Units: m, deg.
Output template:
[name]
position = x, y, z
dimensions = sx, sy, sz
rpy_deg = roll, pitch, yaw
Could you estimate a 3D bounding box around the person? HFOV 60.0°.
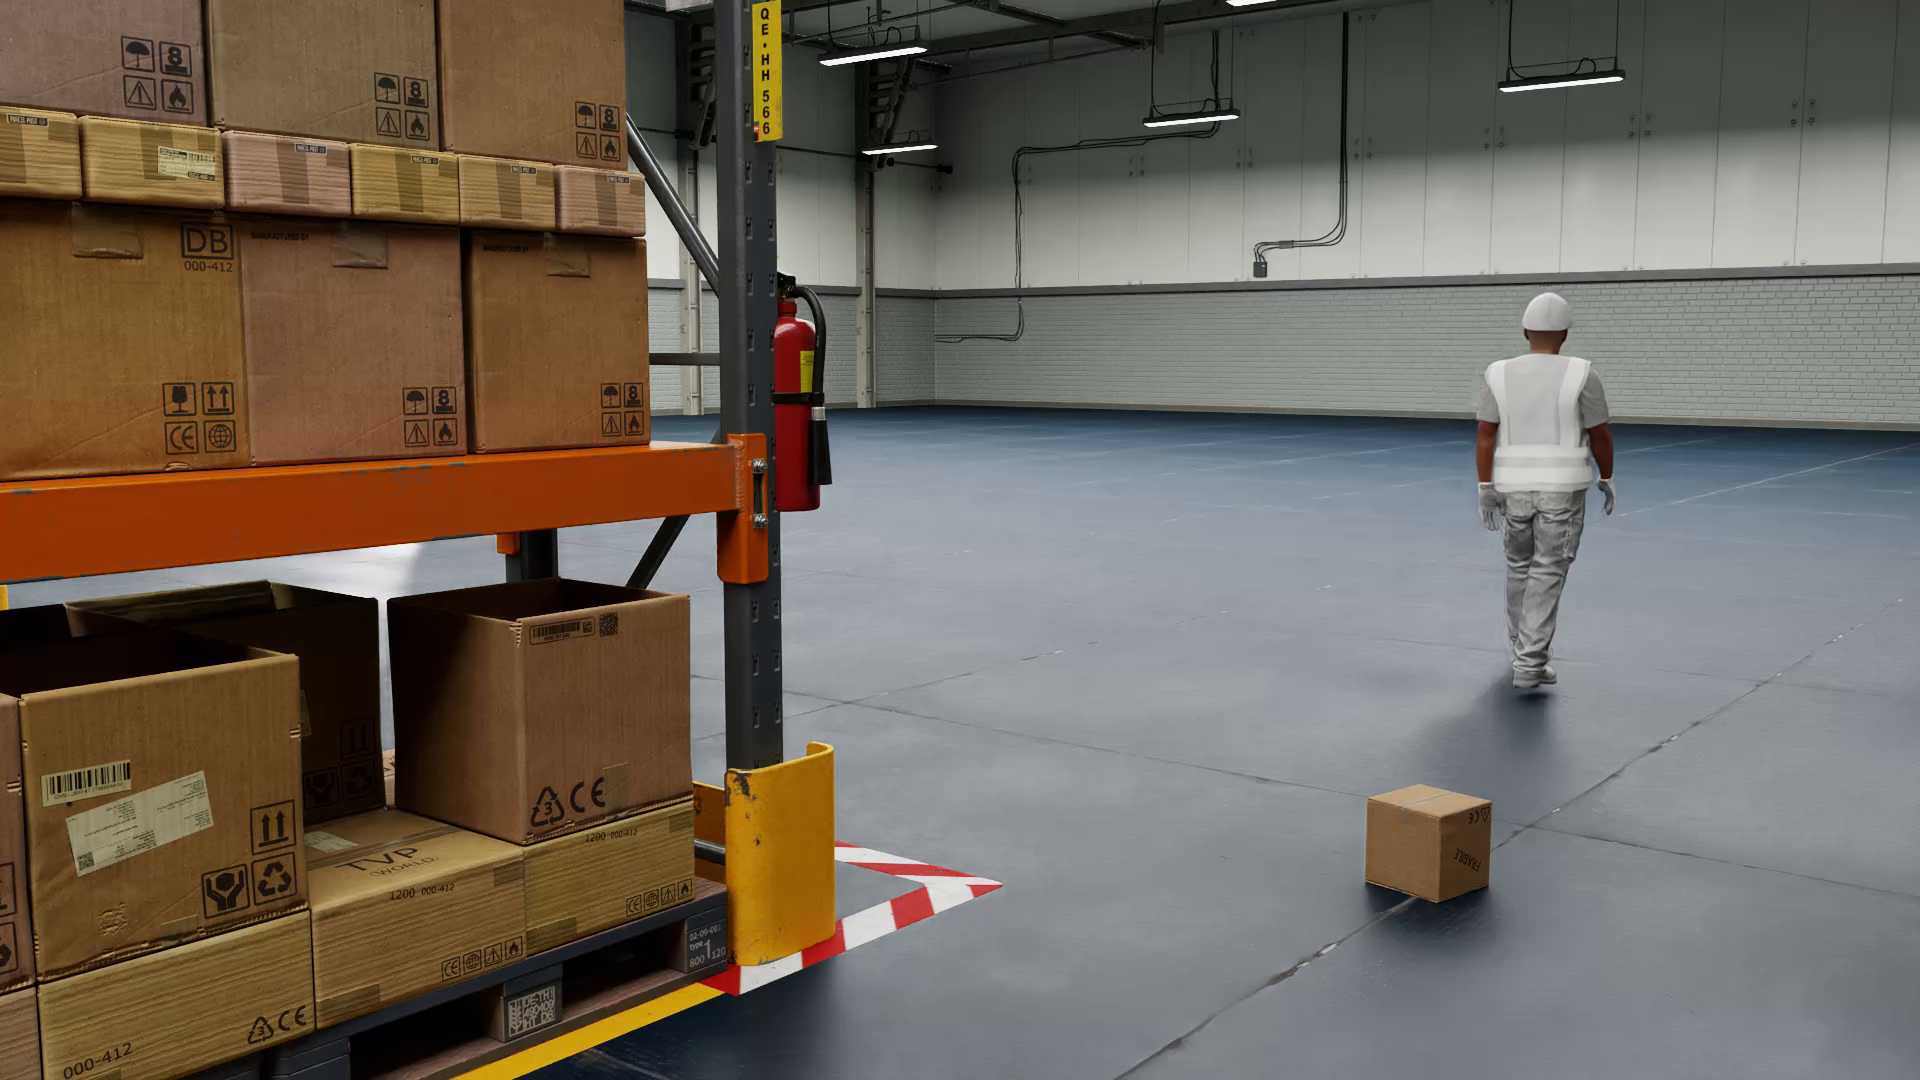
[person]
position = 2.711, -0.243, 7.615
dimensions = 0.553, 1.755, 0.897
rpy_deg = 5, 8, 37
